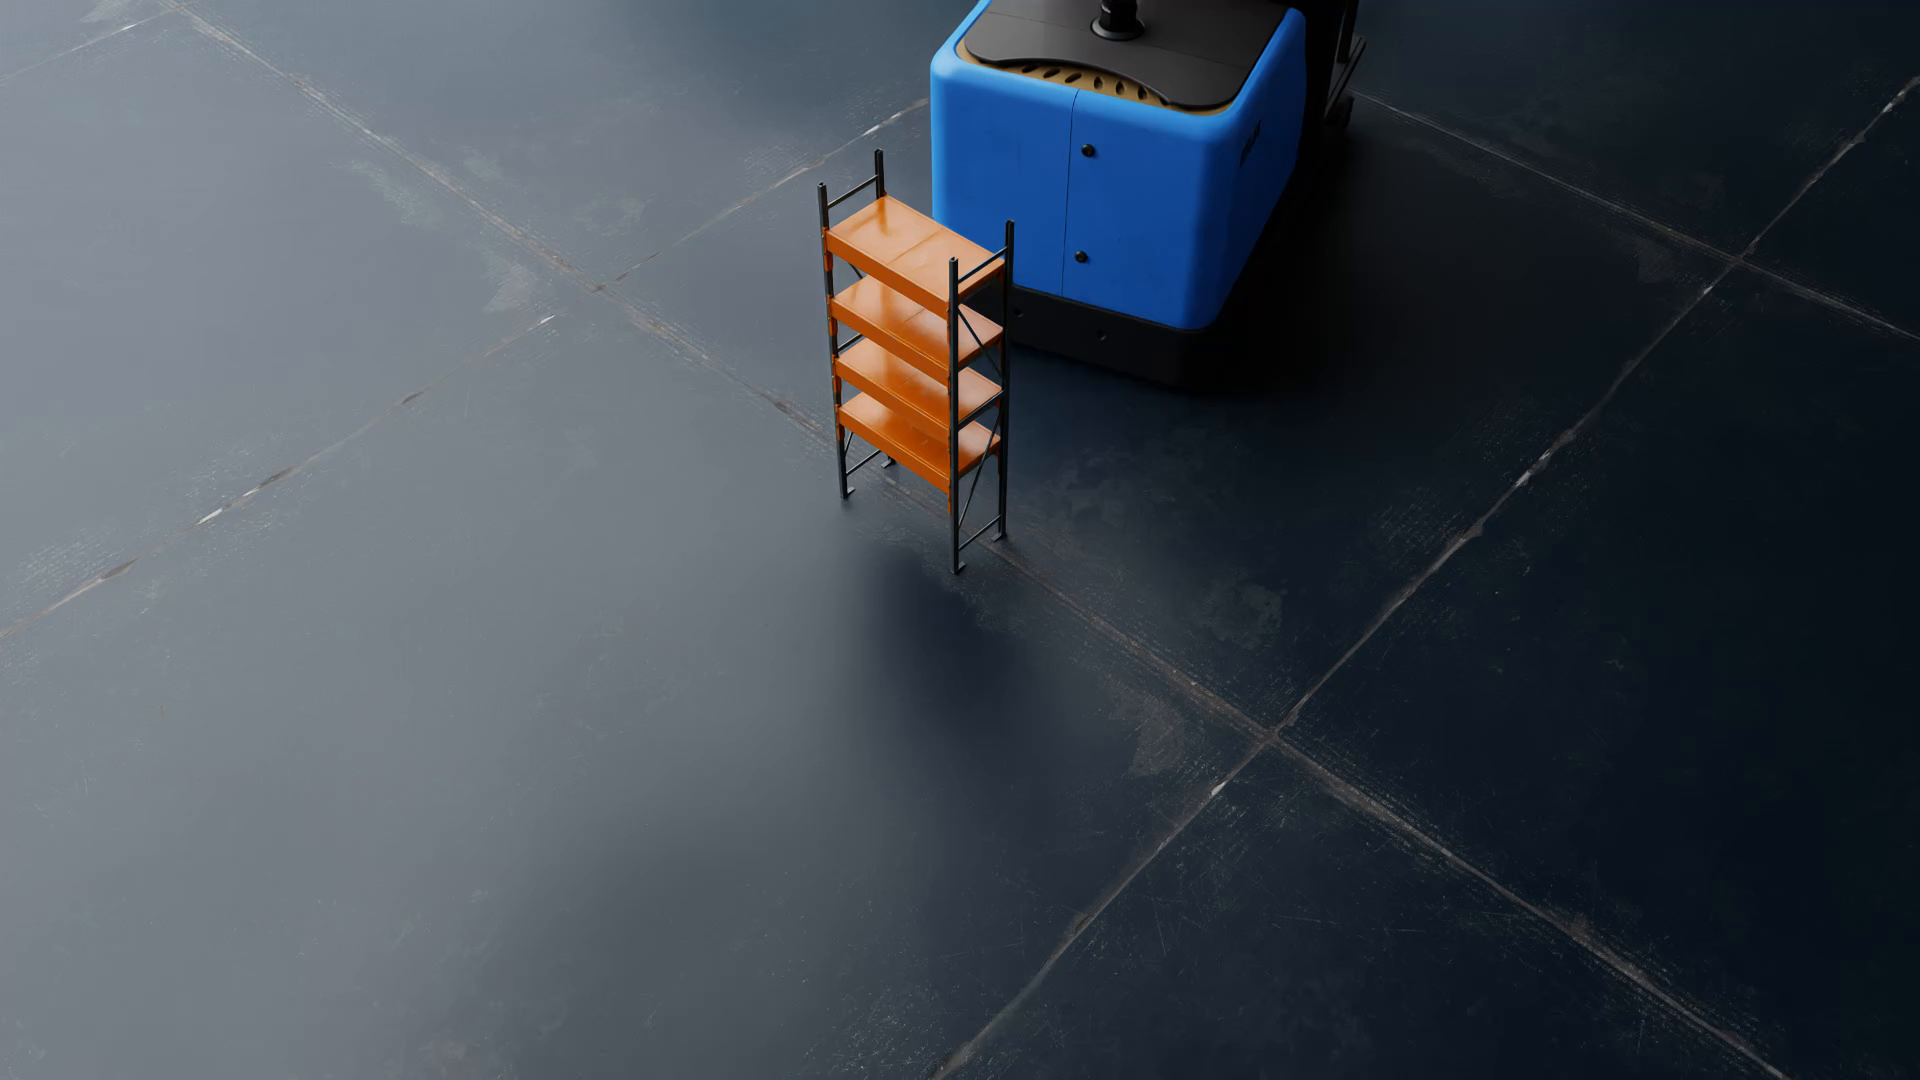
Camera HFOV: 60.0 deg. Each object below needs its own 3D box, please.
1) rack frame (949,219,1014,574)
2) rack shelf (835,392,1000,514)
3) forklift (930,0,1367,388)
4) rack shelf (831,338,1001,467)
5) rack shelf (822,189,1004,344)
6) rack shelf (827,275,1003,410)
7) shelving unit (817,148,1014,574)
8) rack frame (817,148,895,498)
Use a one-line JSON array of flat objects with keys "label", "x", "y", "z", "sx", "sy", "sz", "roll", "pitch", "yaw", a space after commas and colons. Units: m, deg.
[{"label": "rack frame", "x": 0.058, "y": -0.372, "z": 4.776, "sx": 0.015, "sy": 1.200, "sz": 0.240, "roll": 34, "pitch": 55, "yaw": 28}, {"label": "rack shelf", "x": -0.122, "y": -0.311, "z": 5.083, "sx": 0.480, "sy": 0.148, "sz": 0.258, "roll": 34, "pitch": 55, "yaw": 28}, {"label": "forklift", "x": 0.943, "y": -2.610, "z": 5.690, "sx": 1.130, "sy": 2.935, "sz": 3.031, "roll": 18, "pitch": 49, "yaw": 16}, {"label": "rack shelf", "x": -0.122, "y": -0.446, "z": 4.938, "sx": 0.480, "sy": 0.148, "sz": 0.258, "roll": 34, "pitch": 55, "yaw": 28}, {"label": "rack shelf", "x": -0.122, "y": -0.762, "z": 4.603, "sx": 0.480, "sy": 0.148, "sz": 0.258, "roll": 34, "pitch": 55, "yaw": 28}, {"label": "rack shelf", "x": -0.122, "y": -0.600, "z": 4.775, "sx": 0.480, "sy": 0.148, "sz": 0.258, "roll": 34, "pitch": 55, "yaw": 28}, {"label": "shelving unit", "x": -0.122, "y": -0.493, "z": 4.889, "sx": 0.503, "sy": 1.200, "sz": 0.258, "roll": 34, "pitch": 55, "yaw": 28}, {"label": "rack frame", "x": -0.301, "y": -0.613, "z": 5.003, "sx": 0.015, "sy": 1.200, "sz": 0.240, "roll": 34, "pitch": 55, "yaw": 28}]
